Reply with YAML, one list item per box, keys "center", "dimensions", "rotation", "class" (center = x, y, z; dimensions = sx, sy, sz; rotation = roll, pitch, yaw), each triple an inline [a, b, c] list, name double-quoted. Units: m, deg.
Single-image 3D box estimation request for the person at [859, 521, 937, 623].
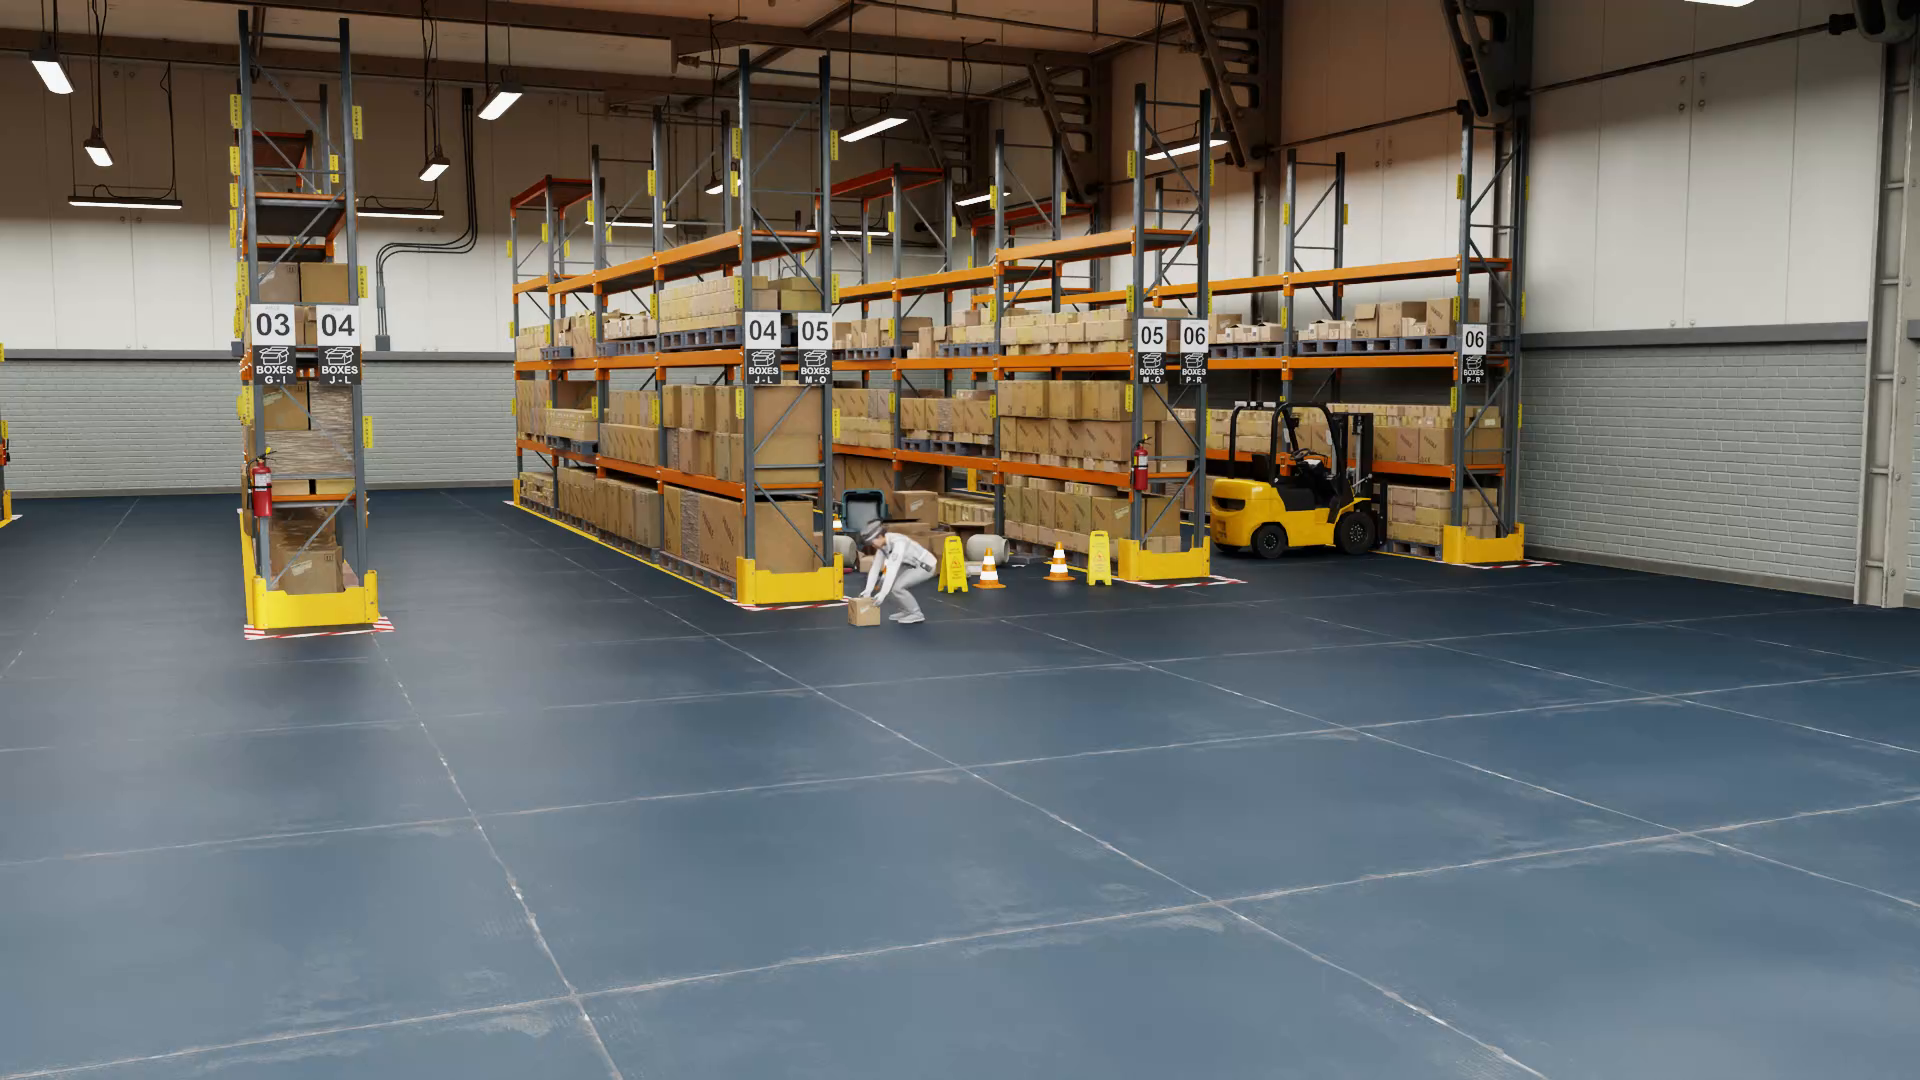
- center: [-0.633, 0.319, 16.915]
  dimensions: [0.832, 1.051, 0.502]
  rotation: [-2, 6, -24]
  class: "person"
